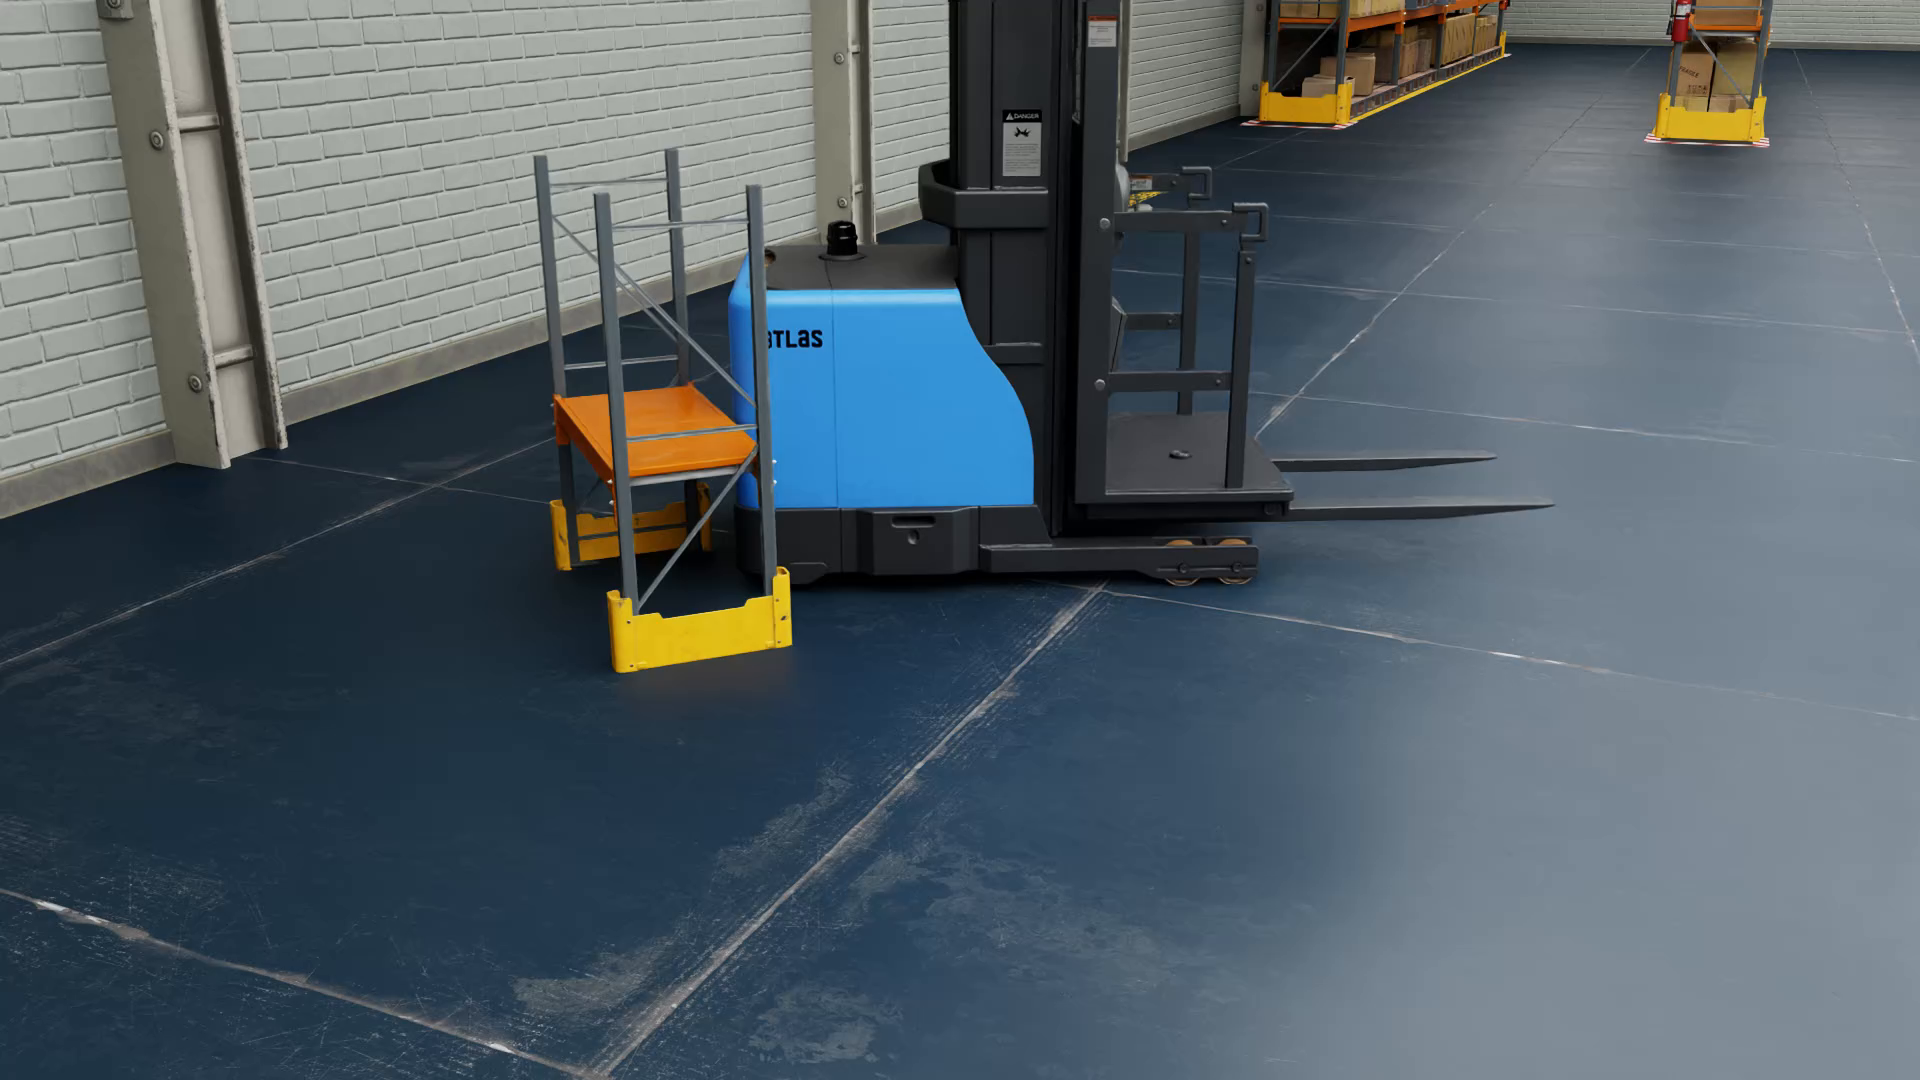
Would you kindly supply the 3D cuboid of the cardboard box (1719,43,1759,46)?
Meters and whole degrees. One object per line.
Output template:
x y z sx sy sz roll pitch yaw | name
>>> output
10.505 -6.454 22.498 0.500 0.500 0.500 9 21 23 | cardboard box

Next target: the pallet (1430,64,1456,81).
8.219 -8.340 29.604 1.003 0.211 1.213 9 21 23 | pallet

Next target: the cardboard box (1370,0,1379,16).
5.455 -7.337 22.818 0.500 0.250 0.500 8 21 22 | cardboard box

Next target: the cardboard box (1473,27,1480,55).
9.865 -9.880 32.878 0.700 0.500 0.500 9 21 23 | cardboard box

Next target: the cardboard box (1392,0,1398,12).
6.061 -7.801 24.122 0.500 0.250 0.500 9 21 23 | cardboard box

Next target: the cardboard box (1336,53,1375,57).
5.801 -6.907 24.487 0.500 0.500 0.500 7 21 19 | cardboard box

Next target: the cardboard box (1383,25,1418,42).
7.290 -8.413 27.603 0.500 0.250 0.500 9 21 24 | cardboard box

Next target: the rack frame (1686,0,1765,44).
10.710 -7.522 23.142 1.000 3.000 0.127 9 21 23 | rack frame

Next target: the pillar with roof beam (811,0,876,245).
3.063 -5.878 9.566 9.100 9.000 0.400 9 21 23 | pillar with roof beam

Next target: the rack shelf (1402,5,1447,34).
7.009 -8.473 26.890 1.077 0.370 4.000 9 21 23 | rack shelf

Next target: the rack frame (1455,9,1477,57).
9.466 -10.646 31.926 1.000 3.000 0.127 9 21 23 | rack frame

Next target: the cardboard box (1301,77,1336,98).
4.917 -6.117 22.548 0.500 0.311 0.500 6 20 17 | cardboard box

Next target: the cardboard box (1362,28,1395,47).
6.653 -7.945 26.288 0.500 0.250 0.500 8 21 22 | cardboard box

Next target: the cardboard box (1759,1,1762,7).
12.232 -8.313 25.743 0.380 0.149 0.250 9 21 23 | cardboard box

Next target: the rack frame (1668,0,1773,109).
9.072 -6.299 19.704 1.000 3.000 0.127 9 21 23 | rack frame

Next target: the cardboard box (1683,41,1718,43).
10.235 -6.678 23.129 0.500 0.500 0.500 9 21 23 | cardboard box

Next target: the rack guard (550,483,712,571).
-1.228 -0.052 6.242 0.587 0.250 0.087 -8 21 -22 | rack guard

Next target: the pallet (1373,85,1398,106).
5.947 -6.676 24.926 1.003 0.211 1.213 9 21 23 | pallet

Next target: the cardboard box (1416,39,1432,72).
7.580 -8.225 28.194 0.700 0.500 0.500 9 21 23 | cardboard box

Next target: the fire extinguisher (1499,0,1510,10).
11.586 -11.639 35.392 0.296 0.674 0.183 9 21 23 | fire extinguisher

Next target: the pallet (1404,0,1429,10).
6.635 -8.323 25.683 1.003 0.211 1.213 9 21 23 | pallet

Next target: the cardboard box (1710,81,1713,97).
10.244 -6.324 23.251 0.500 0.250 0.500 9 21 23 | cardboard box

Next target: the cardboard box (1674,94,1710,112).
9.022 -5.406 20.669 0.500 0.250 0.500 9 21 23 | cardboard box

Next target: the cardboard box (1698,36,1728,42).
12.536 -8.463 27.744 0.500 0.250 0.500 9 22 25 | cardboard box

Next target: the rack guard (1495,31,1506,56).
11.113 -10.698 35.804 1.175 0.500 0.348 9 21 23 | rack guard

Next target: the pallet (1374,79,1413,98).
6.507 -7.124 26.187 1.003 0.211 1.213 9 21 23 | pallet

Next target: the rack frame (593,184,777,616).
-0.829 -0.328 5.153 0.500 1.500 0.032 -8 21 -22 | rack frame

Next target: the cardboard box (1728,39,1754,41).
13.215 -8.187 28.088 0.500 0.500 0.500 8 21 22 | cardboard box

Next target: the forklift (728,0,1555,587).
0.686 -1.390 6.004 3.031 2.935 1.130 -1 20 -3 | forklift

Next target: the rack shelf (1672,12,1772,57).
9.891 -6.571 21.543 1.077 0.370 4.000 9 21 23 | rack shelf

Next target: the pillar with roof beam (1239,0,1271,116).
7.977 -9.546 19.881 9.100 9.000 0.400 9 21 23 | pillar with roof beam

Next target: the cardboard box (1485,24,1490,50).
10.498 -10.354 34.210 0.700 0.500 0.500 8 21 21 | cardboard box

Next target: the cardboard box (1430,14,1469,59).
8.957 -9.342 30.842 0.750 0.750 0.750 9 22 24 | cardboard box

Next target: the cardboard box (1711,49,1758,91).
9.891 -5.996 21.209 0.500 0.500 0.500 9 21 23 | cardboard box

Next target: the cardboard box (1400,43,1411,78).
6.887 -7.772 26.921 0.700 0.500 0.500 9 21 23 | cardboard box

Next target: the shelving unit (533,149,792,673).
-1.032 -0.487 5.601 0.587 1.500 1.083 -8 21 -22 | shelving unit

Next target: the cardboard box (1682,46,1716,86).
9.623 -6.220 21.839 0.500 0.500 0.500 9 21 23 | cardboard box

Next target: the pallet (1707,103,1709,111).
9.848 -5.596 21.889 1.003 0.211 1.213 9 21 23 | pallet

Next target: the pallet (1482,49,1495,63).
10.347 -9.928 34.070 1.003 0.211 1.213 9 21 23 | pallet

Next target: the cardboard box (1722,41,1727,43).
12.517 -8.092 27.820 0.500 0.500 0.500 9 22 25 | cardboard box

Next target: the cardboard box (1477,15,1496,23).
10.918 -10.824 34.564 0.380 0.149 0.250 9 22 24 | cardboard box
